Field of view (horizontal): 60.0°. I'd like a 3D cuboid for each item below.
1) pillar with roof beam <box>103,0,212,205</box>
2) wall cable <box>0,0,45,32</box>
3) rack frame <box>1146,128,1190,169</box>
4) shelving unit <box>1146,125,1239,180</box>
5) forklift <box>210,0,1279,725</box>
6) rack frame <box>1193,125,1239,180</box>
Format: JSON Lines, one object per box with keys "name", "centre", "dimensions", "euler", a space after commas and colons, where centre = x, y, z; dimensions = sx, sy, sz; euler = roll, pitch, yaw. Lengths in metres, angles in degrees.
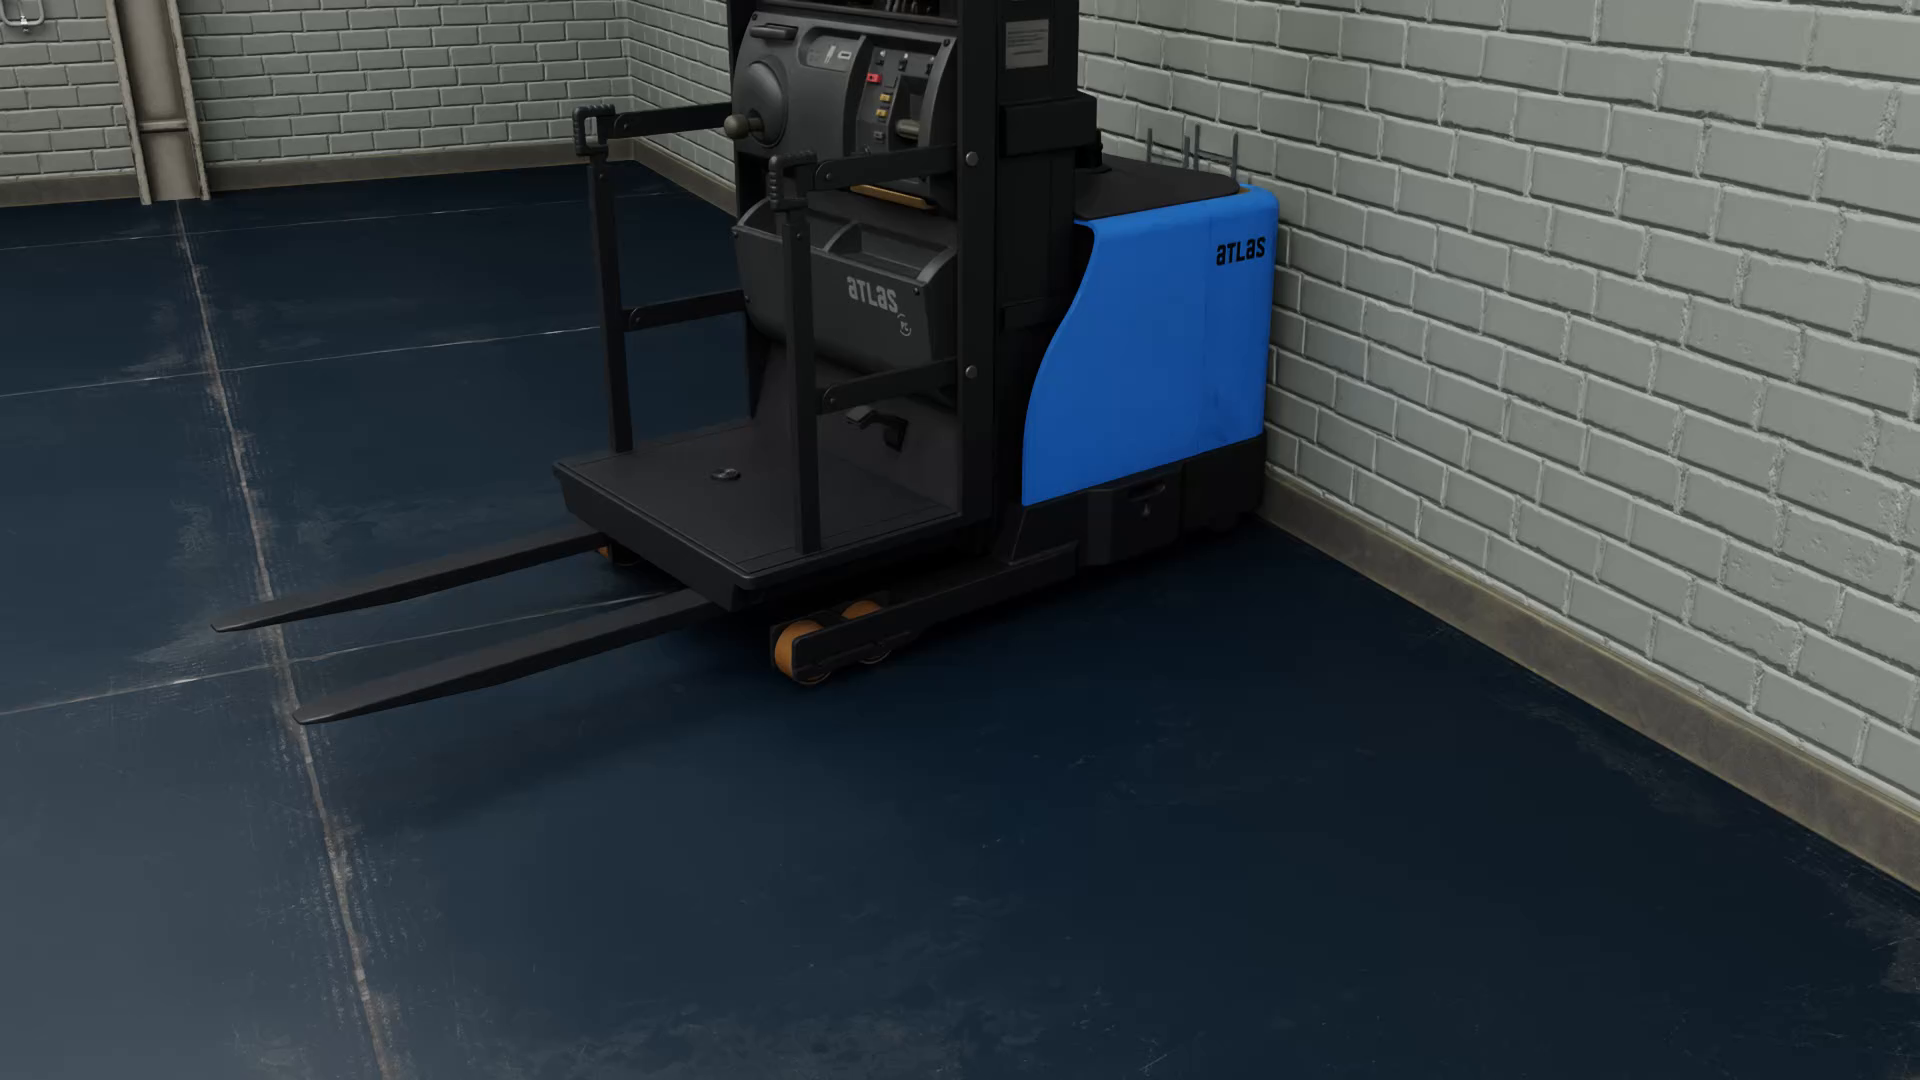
{"name": "pillar with roof beam", "centre": [-3.056, -4.823, 5.135], "dimensions": [0.400, 9.000, 9.100], "euler": [-10, 25, -24]}
{"name": "wall cable", "centre": [-6.238, -3.796, 9.171], "dimensions": [1.851, 1.984, 0.084], "euler": [-10, 25, -24]}
{"name": "rack frame", "centre": [0.658, -0.733, 5.486], "dimensions": [0.006, 1.200, 0.240], "euler": [-10, 24, -24]}
{"name": "shelving unit", "centre": [0.740, -0.747, 5.523], "dimensions": [0.189, 1.200, 0.258], "euler": [-10, 24, -24]}
{"name": "forklift", "centre": [-0.491, -1.204, 4.326], "dimensions": [3.031, 2.935, 1.130], "euler": [-17, 28, -35]}
{"name": "rack frame", "centre": [0.822, -0.761, 5.560], "dimensions": [0.006, 1.200, 0.240], "euler": [-10, 24, -24]}
